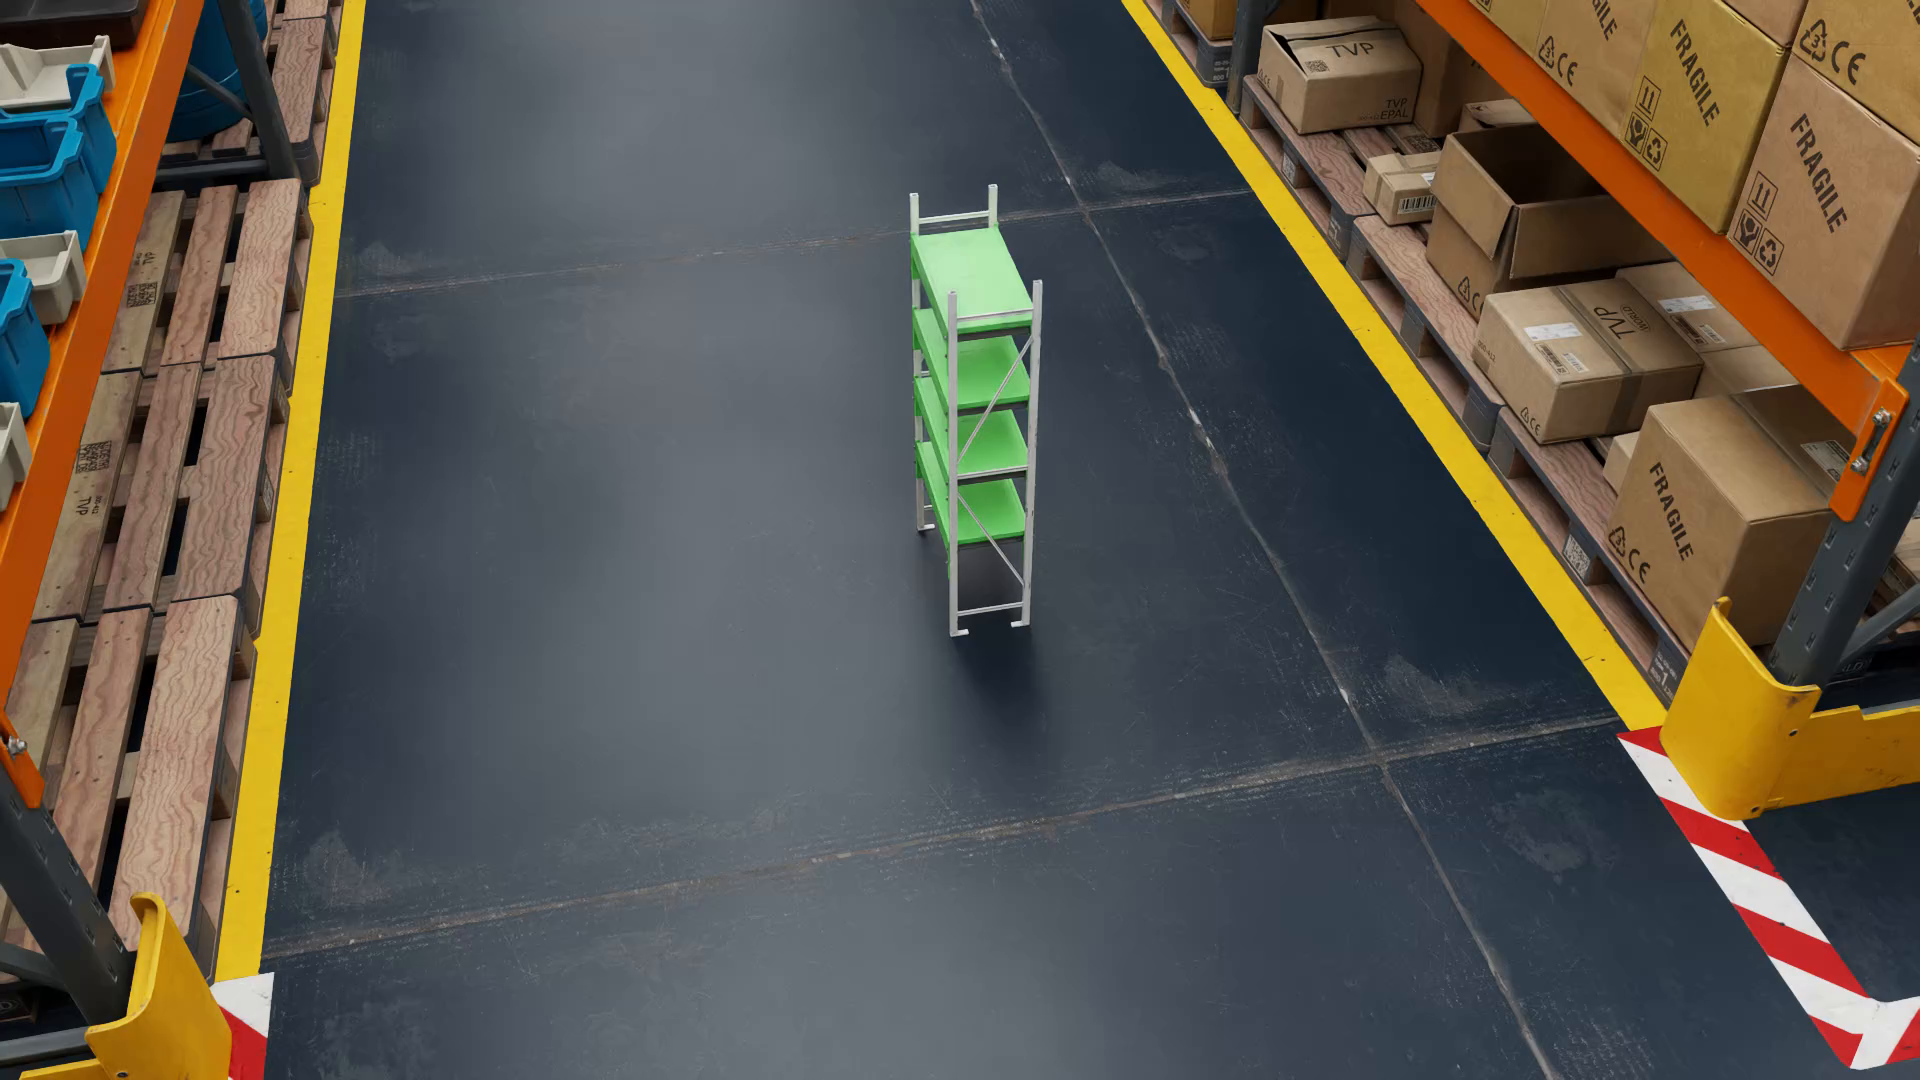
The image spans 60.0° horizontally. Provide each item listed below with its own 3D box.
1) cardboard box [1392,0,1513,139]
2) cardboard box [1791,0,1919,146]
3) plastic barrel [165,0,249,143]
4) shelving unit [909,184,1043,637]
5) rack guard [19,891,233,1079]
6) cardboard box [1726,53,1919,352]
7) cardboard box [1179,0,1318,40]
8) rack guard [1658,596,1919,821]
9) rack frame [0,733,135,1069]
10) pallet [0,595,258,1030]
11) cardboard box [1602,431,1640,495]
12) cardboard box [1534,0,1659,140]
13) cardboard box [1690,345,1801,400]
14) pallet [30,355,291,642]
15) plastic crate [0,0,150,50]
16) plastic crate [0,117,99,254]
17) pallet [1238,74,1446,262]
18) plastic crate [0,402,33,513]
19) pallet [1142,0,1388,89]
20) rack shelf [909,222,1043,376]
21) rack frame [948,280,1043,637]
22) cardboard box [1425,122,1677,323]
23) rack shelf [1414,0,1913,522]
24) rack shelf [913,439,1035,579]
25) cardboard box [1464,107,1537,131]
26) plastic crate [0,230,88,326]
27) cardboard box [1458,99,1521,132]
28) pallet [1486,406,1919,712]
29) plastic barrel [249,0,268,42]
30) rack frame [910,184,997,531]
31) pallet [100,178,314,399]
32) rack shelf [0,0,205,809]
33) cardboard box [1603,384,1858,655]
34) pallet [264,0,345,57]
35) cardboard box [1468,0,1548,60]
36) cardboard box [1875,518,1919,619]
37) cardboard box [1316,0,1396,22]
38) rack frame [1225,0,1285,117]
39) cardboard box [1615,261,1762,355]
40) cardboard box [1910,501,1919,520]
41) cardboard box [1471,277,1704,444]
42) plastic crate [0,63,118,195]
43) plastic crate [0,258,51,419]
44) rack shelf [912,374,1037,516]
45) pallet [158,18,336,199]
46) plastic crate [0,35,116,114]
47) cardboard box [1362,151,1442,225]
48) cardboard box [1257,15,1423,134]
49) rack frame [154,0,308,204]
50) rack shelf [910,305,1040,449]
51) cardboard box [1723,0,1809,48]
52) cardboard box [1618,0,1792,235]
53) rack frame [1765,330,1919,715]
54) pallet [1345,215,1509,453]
[{"bbox_3d":[2.090,-2.008,6.804,0.500,0.500,0.500,-8,42,-9],"label":"cardboard box"},{"bbox_3d":[2.189,-1.175,3.485,0.500,0.500,0.500,-9,42,-10],"label":"cardboard box"},{"bbox_3d":[-3.248,-2.127,6.651,0.600,0.901,0.708,-8,42,-9],"label":"plastic barrel"},{"bbox_3d":[0.036,-0.341,4.731,0.258,1.200,0.503,-8,42,-9],"label":"shelving unit"},{"bbox_3d":[-2.266,1.142,3.587,1.175,0.500,0.348,-8,42,-9],"label":"rack guard"},{"bbox_3d":[2.191,-0.803,3.820,0.500,0.500,0.500,-7,42,-8],"label":"cardboard box"},{"bbox_3d":[1.303,-2.616,7.489,0.500,0.500,0.500,-9,42,-10],"label":"cardboard box"},{"bbox_3d":[2.537,0.371,4.455,1.175,0.500,0.348,-8,42,-9],"label":"rack guard"},{"bbox_3d":[-2.284,0.193,2.773,1.000,3.000,0.127,-8,42,-9],"label":"rack frame"},{"bbox_3d":[-2.424,0.696,4.307,1.003,0.211,1.213,-8,42,-9],"label":"pallet"},{"bbox_3d":[2.196,-0.212,5.032,0.380,0.166,0.250,-8,42,-9],"label":"cardboard box"},{"bbox_3d":[1.973,-1.463,4.563,0.500,0.500,0.500,-8,42,-9],"label":"cardboard box"},{"bbox_3d":[2.605,-0.368,5.145,0.500,0.250,0.500,-8,42,-9],"label":"cardboard box"},{"bbox_3d":[-2.684,-0.093,5.196,1.003,0.211,1.213,-8,42,-9],"label":"pallet"},{"bbox_3d":[-2.644,-1.632,4.991,0.437,0.125,0.590,-8,42,-9],"label":"plastic crate"},{"bbox_3d":[-2.300,-0.827,4.004,0.416,0.233,0.300,-8,42,-9],"label":"plastic crate"},{"bbox_3d":[1.837,-1.619,6.915,1.003,0.211,1.213,-8,42,-9],"label":"pallet"},{"bbox_3d":[-2.004,-0.158,3.322,0.250,0.136,0.298,-8,42,-9],"label":"plastic crate"},{"bbox_3d":[1.477,-2.586,8.004,1.003,0.211,1.213,-8,42,-9],"label":"pallet"},{"bbox_3d":[0.036,-0.653,4.455,0.258,0.148,0.480,-8,42,-9],"label":"rack shelf"},{"bbox_3d":[0.088,-0.183,4.553,0.240,1.200,0.015,-8,42,-9],"label":"rack frame"},{"bbox_3d":[2.100,-1.121,5.802,0.797,0.503,0.637,-8,42,-9],"label":"cardboard box"},{"bbox_3d":[2.121,-1.542,5.269,1.077,0.370,4.000,-8,42,-9],"label":"rack shelf"},{"bbox_3d":[0.036,-0.114,4.933,0.258,0.148,0.480,-8,42,-9],"label":"rack shelf"},{"bbox_3d":[2.252,-1.451,6.319,0.500,0.311,0.500,-8,42,-9],"label":"cardboard box"},{"bbox_3d":[-2.151,-0.597,3.817,0.250,0.136,0.298,-8,42,-9],"label":"plastic crate"},{"bbox_3d":[2.229,-1.642,6.657,0.380,0.149,0.250,-8,42,-9],"label":"cardboard box"},{"bbox_3d":[2.364,-0.037,5.133,1.003,0.211,1.213,-8,42,-9],"label":"pallet"},{"bbox_3d":[-3.401,-2.586,7.168,0.600,0.901,0.708,-8,42,-9],"label":"plastic barrel"},{"bbox_3d":[-0.017,-0.500,4.909,0.240,1.200,0.015,-8,42,-9],"label":"rack frame"},{"bbox_3d":[-2.951,-0.886,6.089,1.003,0.211,1.213,-8,42,-9],"label":"pallet"},{"bbox_3d":[-2.716,-0.834,4.472,1.077,0.370,4.000,-8,42,-9],"label":"rack shelf"},{"bbox_3d":[2.195,-0.061,4.611,0.500,0.500,0.500,-8,42,-9],"label":"cardboard box"},{"bbox_3d":[-3.540,-2.655,8.082,1.003,0.211,1.213,-8,42,-9],"label":"pallet"},{"bbox_3d":[1.864,-1.790,4.931,0.500,0.500,0.500,-9,42,-10],"label":"cardboard box"},{"bbox_3d":[2.798,0.067,4.731,0.380,0.149,0.250,-8,42,-9],"label":"cardboard box"},{"bbox_3d":[1.823,-2.685,7.567,0.500,0.500,0.500,-10,43,-11],"label":"cardboard box"},{"bbox_3d":[1.690,-3.107,6.491,1.000,3.000,0.127,-8,42,-9],"label":"rack frame"},{"bbox_3d":[2.497,-0.692,5.510,0.500,0.250,0.500,-8,42,-9],"label":"cardboard box"},{"bbox_3d":[2.744,-0.102,4.908,0.380,0.166,0.250,-8,42,-9],"label":"cardboard box"},{"bbox_3d":[2.020,-0.588,5.392,0.500,0.250,0.500,-8,42,-9],"label":"cardboard box"},{"bbox_3d":[-2.365,-1.022,4.223,0.416,0.233,0.300,-8,42,-9],"label":"plastic crate"},{"bbox_3d":[-2.158,-0.401,3.523,0.416,0.233,0.300,-8,42,-9],"label":"plastic crate"},{"bbox_3d":[0.036,-0.294,4.773,0.258,0.148,0.480,-8,42,-9],"label":"rack shelf"},{"bbox_3d":[-3.273,-1.863,7.190,1.003,0.211,1.213,-8,42,-9],"label":"pallet"},{"bbox_3d":[-2.478,-1.238,4.538,0.293,0.136,0.466,-8,42,-9],"label":"plastic crate"},{"bbox_3d":[1.766,-1.350,6.314,0.380,0.166,0.250,-8,42,-9],"label":"cardboard box"},{"bbox_3d":[1.569,-1.963,6.896,0.500,0.311,0.500,-8,42,-9],"label":"cardboard box"},{"bbox_3d":[-3.148,-2.400,5.694,1.000,3.000,0.127,-8,42,-9],"label":"rack frame"},{"bbox_3d":[0.036,-0.473,4.614,0.258,0.148,0.480,-8,42,-9],"label":"rack shelf"},{"bbox_3d":[2.079,-1.502,3.854,0.500,0.500,0.500,-7,42,-8],"label":"cardboard box"},{"bbox_3d":[2.075,-1.139,4.198,0.500,0.500,0.500,-8,42,-9],"label":"cardboard box"},{"bbox_3d":[2.553,-0.514,3.570,1.000,3.000,0.127,-8,42,-9],"label":"rack frame"},{"bbox_3d":[2.104,-0.826,6.022,1.003,0.211,1.213,-8,42,-9],"label":"pallet"}]
